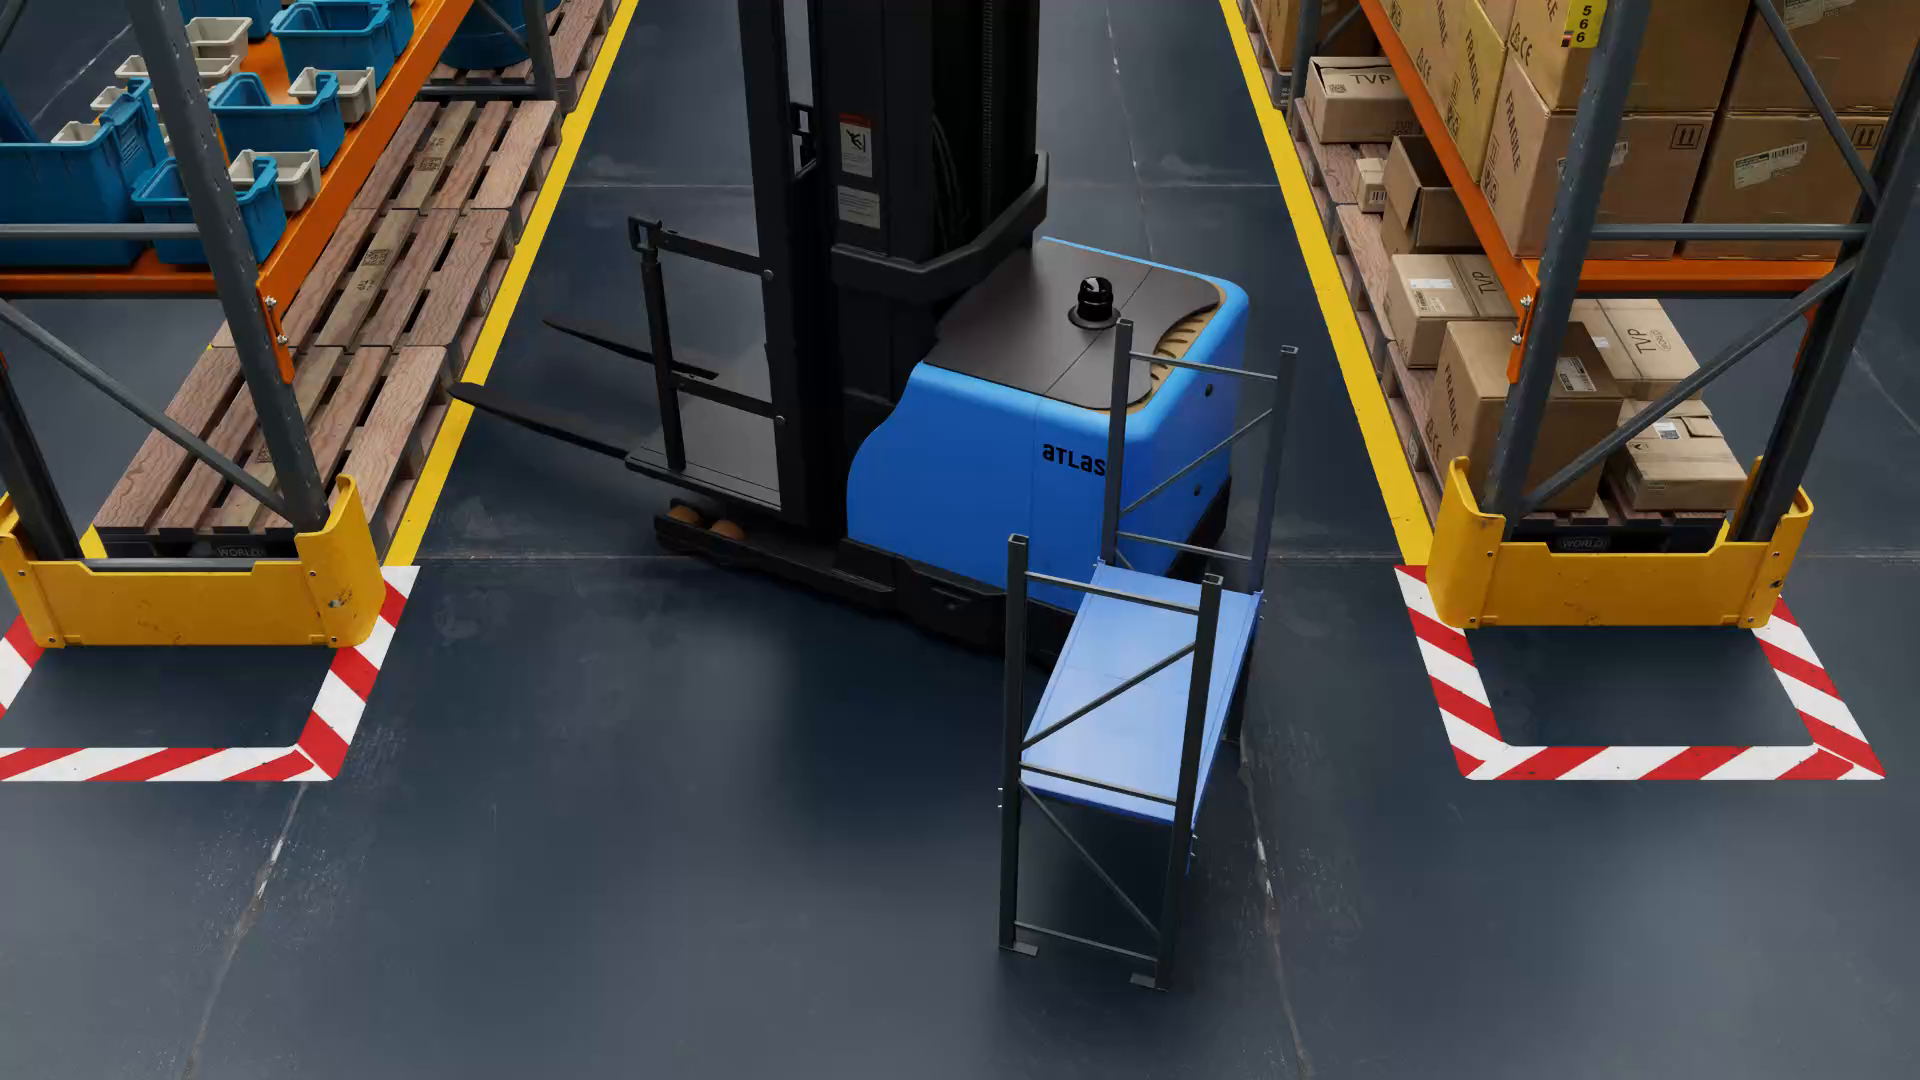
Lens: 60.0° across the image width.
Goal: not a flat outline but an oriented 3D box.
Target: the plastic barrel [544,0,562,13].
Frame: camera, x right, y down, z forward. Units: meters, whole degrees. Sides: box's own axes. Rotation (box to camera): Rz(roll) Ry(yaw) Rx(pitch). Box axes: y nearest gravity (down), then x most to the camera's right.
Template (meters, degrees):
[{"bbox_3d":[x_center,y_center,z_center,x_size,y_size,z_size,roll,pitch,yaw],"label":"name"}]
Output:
[{"bbox_3d":[-2.657,-3.547,9.620,0.600,0.901,0.708,0,39,0],"label":"plastic barrel"}]

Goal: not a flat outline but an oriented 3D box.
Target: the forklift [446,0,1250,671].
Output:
[{"bbox_3d":[-0.558,-1.323,5.557,3.031,2.935,1.130,18,42,21],"label":"forklift"}]

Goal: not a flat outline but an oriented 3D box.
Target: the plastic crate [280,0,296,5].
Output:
[{"bbox_3d":[-2.855,-2.441,6.944,0.437,0.282,0.530,0,39,0],"label":"plastic crate"}]

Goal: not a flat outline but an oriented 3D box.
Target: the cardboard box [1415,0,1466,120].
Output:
[{"bbox_3d":[2.013,-1.874,6.110,0.500,0.500,0.500,0,39,0],"label":"cardboard box"}]

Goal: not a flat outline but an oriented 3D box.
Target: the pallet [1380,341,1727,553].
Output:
[{"bbox_3d":[2.283,-0.377,6.551,1.003,0.211,1.213,0,39,0],"label":"pallet"}]

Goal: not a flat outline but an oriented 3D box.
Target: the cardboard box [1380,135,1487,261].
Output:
[{"bbox_3d":[2.288,-1.443,7.296,0.797,0.503,0.637,0,39,0],"label":"cardboard box"}]

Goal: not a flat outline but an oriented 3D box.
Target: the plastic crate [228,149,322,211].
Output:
[{"bbox_3d":[-2.257,-1.193,5.503,0.250,0.136,0.298,0,39,0],"label":"plastic crate"}]

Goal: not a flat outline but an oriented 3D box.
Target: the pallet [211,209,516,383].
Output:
[{"bbox_3d":[-2.629,-1.106,7.462,1.003,0.211,1.213,0,39,0],"label":"pallet"}]

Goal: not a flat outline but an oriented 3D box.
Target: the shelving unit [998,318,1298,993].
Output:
[{"bbox_3d":[0.513,0.326,4.644,0.538,1.500,1.048,12,40,14],"label":"shelving unit"}]

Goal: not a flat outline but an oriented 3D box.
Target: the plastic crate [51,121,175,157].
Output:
[{"bbox_3d":[-2.850,-1.348,5.696,0.396,0.136,0.243,0,39,0],"label":"plastic crate"}]

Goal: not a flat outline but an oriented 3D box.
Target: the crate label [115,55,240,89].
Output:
[{"bbox_3d":[-2.861,-1.703,6.140,0.396,0.136,0.243,0,39,0],"label":"crate label"}]

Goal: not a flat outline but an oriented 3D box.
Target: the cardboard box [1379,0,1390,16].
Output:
[{"bbox_3d":[2.011,-2.507,6.900,0.500,0.500,0.500,0,39,0],"label":"cardboard box"}]

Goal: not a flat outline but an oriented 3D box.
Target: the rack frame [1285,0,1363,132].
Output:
[{"bbox_3d":[2.281,-3.420,8.119,1.000,3.000,0.127,0,39,0],"label":"rack frame"}]

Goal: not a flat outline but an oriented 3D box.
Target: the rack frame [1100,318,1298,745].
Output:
[{"bbox_3d":[0.674,0.025,5.020,0.500,1.500,0.032,12,40,14],"label":"rack frame"}]

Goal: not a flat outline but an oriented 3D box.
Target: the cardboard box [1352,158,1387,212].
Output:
[{"bbox_3d":[2.076,-1.683,7.865,0.380,0.166,0.250,0,39,0],"label":"cardboard box"}]

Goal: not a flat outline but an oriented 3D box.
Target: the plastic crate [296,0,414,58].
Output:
[{"bbox_3d":[-2.341,-2.041,6.485,0.416,0.233,0.300,0,39,0],"label":"plastic crate"}]

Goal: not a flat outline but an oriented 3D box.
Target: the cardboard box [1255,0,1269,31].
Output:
[{"bbox_3d":[2.001,-3.234,9.534,0.500,0.500,0.500,0,39,0],"label":"cardboard box"}]

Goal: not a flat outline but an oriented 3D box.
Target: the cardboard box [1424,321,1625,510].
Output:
[{"bbox_3d":[2.038,-0.455,6.066,0.500,0.500,0.500,0,39,0],"label":"cardboard box"}]

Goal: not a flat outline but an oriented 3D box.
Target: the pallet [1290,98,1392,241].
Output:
[{"bbox_3d":[2.281,-1.902,8.455,1.003,0.211,1.213,0,39,0],"label":"pallet"}]

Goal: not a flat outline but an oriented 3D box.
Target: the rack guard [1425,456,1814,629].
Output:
[{"bbox_3d":[2.285,0.009,5.839,1.175,0.500,0.348,0,39,0],"label":"rack guard"}]

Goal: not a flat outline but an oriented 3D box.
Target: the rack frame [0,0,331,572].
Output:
[{"bbox_3d":[-2.668,-0.918,4.996,1.000,3.000,0.127,0,39,0],"label":"rack frame"}]

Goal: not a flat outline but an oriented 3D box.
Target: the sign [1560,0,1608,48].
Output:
[{"bbox_3d":[1.730,-1.506,4.552,0.100,0.325,0.005,0,39,0],"label":"sign"}]

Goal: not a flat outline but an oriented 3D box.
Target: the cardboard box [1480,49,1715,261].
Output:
[{"bbox_3d":[2.013,-1.238,5.316,0.500,0.500,0.500,1,39,1],"label":"cardboard box"}]

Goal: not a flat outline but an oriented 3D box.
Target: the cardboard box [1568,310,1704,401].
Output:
[{"bbox_3d":[2.568,-0.670,6.535,0.500,0.250,0.500,0,39,0],"label":"cardboard box"}]

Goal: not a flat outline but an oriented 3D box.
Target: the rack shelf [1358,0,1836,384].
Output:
[{"bbox_3d":[2.283,-1.889,6.784,1.077,0.370,4.000,0,39,0],"label":"rack shelf"}]

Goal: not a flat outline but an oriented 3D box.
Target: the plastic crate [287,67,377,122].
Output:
[{"bbox_3d":[-2.257,-1.618,6.033,0.250,0.136,0.298,0,39,0],"label":"plastic crate"}]

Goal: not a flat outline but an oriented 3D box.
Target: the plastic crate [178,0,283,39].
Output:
[{"bbox_3d":[-2.927,-2.160,6.632,0.416,0.233,0.300,0,39,0],"label":"plastic crate"}]

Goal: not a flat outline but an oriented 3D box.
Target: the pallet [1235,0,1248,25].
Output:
[{"bbox_3d":[2.238,-3.605,10.580,1.003,0.211,1.213,0,39,0],"label":"pallet"}]

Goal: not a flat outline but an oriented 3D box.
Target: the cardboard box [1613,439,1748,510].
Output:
[{"bbox_3d":[2.629,-0.240,6.079,0.380,0.149,0.250,0,39,0],"label":"cardboard box"}]

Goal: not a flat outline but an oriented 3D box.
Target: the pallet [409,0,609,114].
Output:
[{"bbox_3d":[-2.632,-2.813,9.592,1.003,0.211,1.213,0,39,0],"label":"pallet"}]

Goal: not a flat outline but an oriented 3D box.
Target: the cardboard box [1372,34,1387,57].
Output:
[{"bbox_3d":[2.524,-2.919,9.141,0.500,0.500,0.500,-2,39,-2],"label":"cardboard box"}]

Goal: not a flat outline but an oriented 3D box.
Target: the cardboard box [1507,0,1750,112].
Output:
[{"bbox_3d":[2.010,-1.626,5.001,0.500,0.500,0.500,0,39,0],"label":"cardboard box"}]
